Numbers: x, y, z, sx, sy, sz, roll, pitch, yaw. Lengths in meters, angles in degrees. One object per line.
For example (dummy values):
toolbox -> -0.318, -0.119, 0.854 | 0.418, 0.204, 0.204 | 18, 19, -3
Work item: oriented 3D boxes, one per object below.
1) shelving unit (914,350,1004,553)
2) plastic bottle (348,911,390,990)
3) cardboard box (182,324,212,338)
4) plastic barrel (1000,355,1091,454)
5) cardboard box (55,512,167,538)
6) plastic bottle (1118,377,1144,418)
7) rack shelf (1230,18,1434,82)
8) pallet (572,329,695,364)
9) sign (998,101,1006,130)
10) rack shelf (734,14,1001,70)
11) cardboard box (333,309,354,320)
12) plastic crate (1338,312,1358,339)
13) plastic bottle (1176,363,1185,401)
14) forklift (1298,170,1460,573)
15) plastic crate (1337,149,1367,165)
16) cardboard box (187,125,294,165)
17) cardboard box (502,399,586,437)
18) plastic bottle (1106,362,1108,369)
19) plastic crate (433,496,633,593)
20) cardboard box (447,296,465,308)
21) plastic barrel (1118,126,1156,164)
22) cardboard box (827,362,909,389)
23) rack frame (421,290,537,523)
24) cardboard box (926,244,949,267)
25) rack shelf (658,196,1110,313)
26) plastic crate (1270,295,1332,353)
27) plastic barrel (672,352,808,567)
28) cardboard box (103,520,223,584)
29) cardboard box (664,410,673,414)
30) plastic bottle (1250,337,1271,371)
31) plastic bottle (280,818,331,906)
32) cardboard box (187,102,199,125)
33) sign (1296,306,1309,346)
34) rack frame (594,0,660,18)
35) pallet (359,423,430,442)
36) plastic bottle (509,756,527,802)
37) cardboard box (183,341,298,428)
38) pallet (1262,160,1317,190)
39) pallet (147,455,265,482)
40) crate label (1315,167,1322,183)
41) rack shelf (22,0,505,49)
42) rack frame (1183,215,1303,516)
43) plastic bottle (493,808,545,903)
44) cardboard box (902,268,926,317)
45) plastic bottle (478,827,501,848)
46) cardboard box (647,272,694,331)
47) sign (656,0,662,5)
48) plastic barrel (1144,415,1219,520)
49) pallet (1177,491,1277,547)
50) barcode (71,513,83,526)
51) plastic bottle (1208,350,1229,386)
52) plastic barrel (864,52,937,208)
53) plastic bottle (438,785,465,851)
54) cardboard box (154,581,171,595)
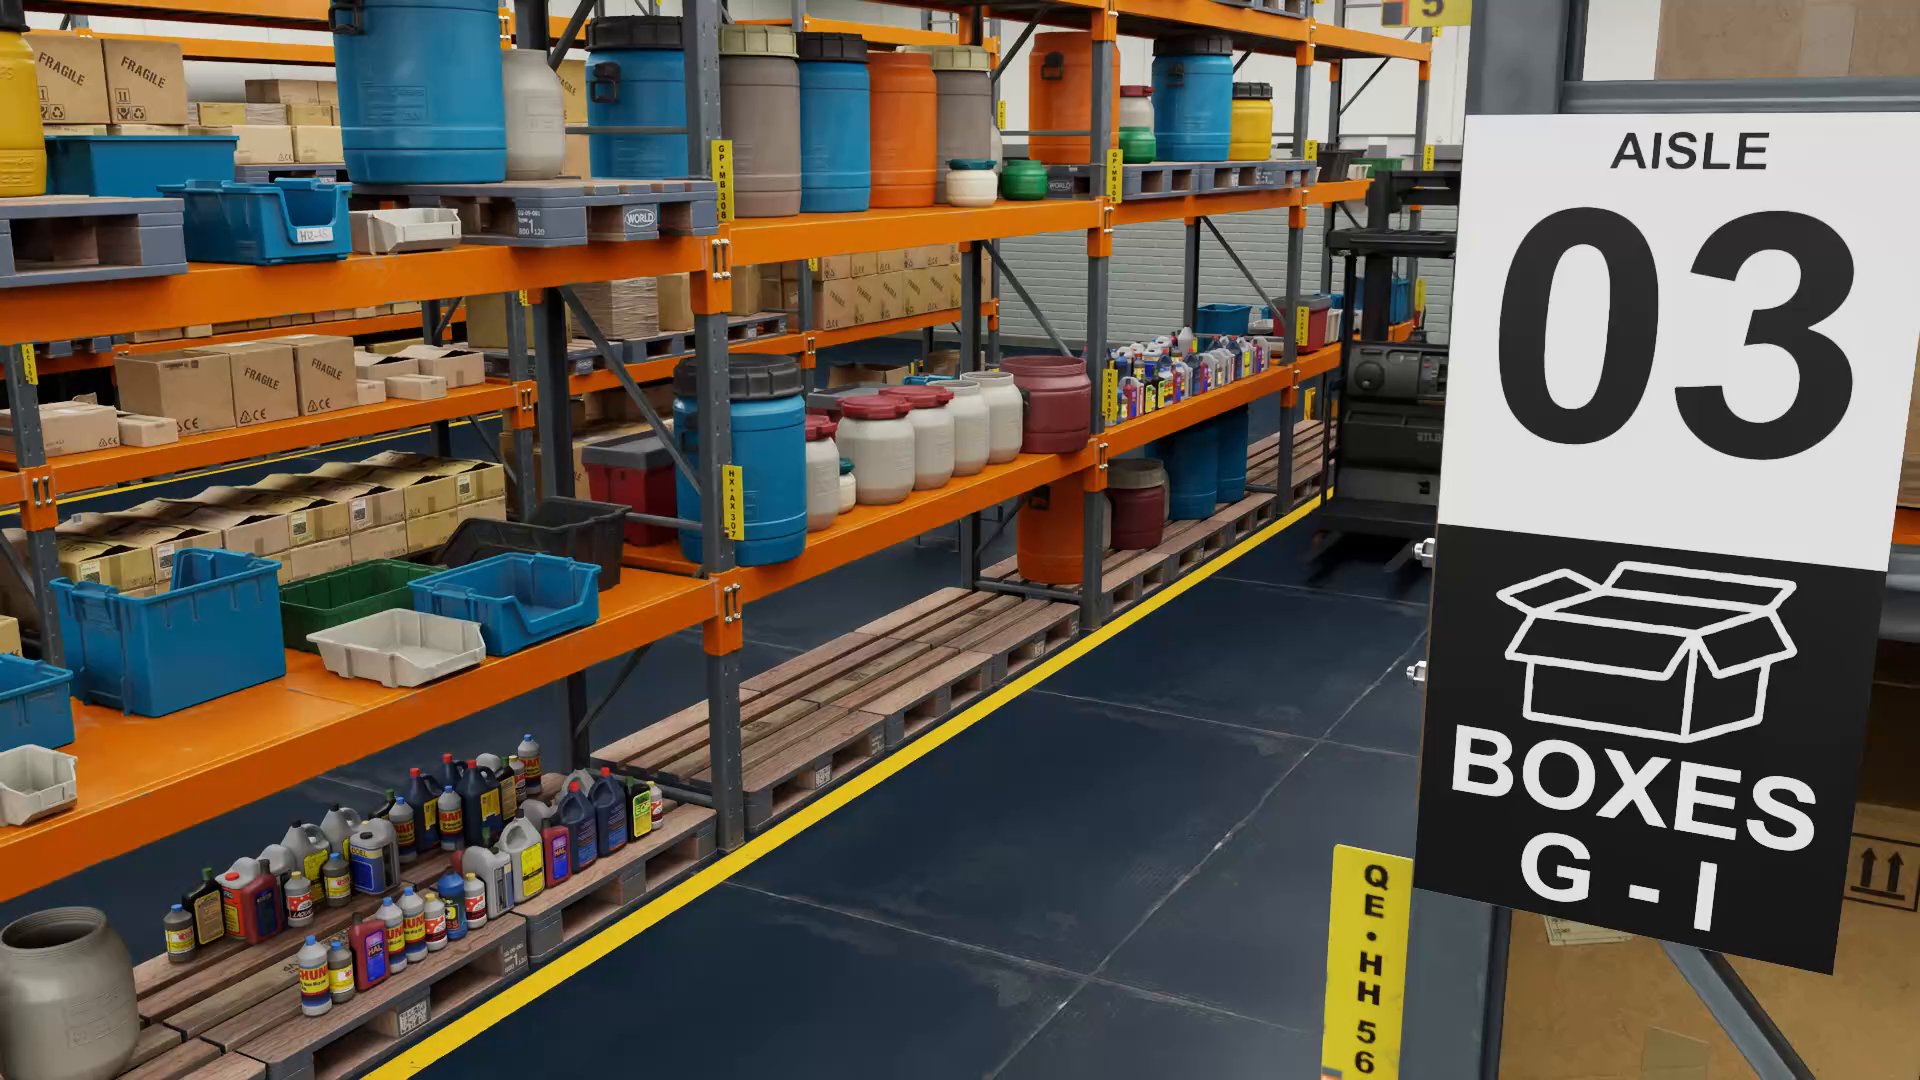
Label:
shelving unit -> -0.003, -0.728, 13.352 | 0.431, 1.500, 0.755 | 7, 15, 28
plastic bottle -> -2.119, 1.454, 5.958 | 0.061, 0.283, 0.133 | 8, 16, 29
cardboard box -> -7.505, -2.060, 16.169 | 0.380, 0.149, 0.250 | 8, 16, 30
plastic barrel -> 0.515, -0.849, 10.365 | 0.600, 0.536, 0.708 | 7, 15, 28
cardboard box -> -5.604, -0.017, 10.978 | 0.500, 0.311, 0.500 | 8, 16, 30
plastic bottle -> 1.189, -0.999, 11.543 | 0.152, 0.276, 0.135 | 7, 15, 28
rack shelf -> 3.374, -4.516, 15.453 | 1.077, 0.370, 4.000 | 7, 15, 28
pallet -> -2.925, -1.781, 14.929 | 1.003, 0.211, 1.213 | 7, 15, 28
sign -> 0.483, -4.937, 19.324 | 0.100, 0.325, 0.005 | 7, 15, 28
rack shelf -> -0.960, -5.271, 17.737 | 1.077, 0.370, 4.000 | 7, 15, 28
cardboard box -> -6.699, -2.436, 17.730 | 0.380, 0.149, 0.250 | 7, 15, 28
plastic crate -> 3.573, -2.051, 15.871 | 0.416, 0.233, 0.300 | 7, 15, 28
plastic bottle -> 1.604, -1.160, 12.218 | 0.097, 0.271, 0.097 | 0, 14, 0
forklift -> 3.412, -1.333, 12.809 | 1.130, 2.935, 3.031 | 7, 15, 26
plastic crate -> 3.911, -3.901, 17.194 | 0.497, 0.269, 0.590 | 7, 15, 28
cardboard box -> -4.816, -2.629, 11.061 | 0.500, 0.250, 0.500 | 6, 15, 23
cardboard box -> -3.590, -1.068, 14.359 | 0.500, 0.250, 0.500 | 8, 16, 30
plastic bottle -> 1.064, -1.243, 12.539 | 0.061, 0.283, 0.133 | 7, 15, 28
plastic crate -> -1.824, 0.031, 7.136 | 0.767, 0.338, 0.504 | 7, 15, 28
cardboard box -> -5.989, -3.111, 19.397 | 0.980, 0.700, 0.700 | 8, 16, 29
plastic barrel -> 1.187, -2.691, 11.330 | 0.294, 0.245, 0.294 | 0, 14, 0
cardboard box -> -1.023, -1.681, 18.496 | 0.797, 0.503, 0.637 | 7, 15, 28
rack frame -> -3.861, -1.474, 13.249 | 1.000, 3.000, 0.127 | 7, 15, 28
cardboard box -> -0.458, -3.317, 18.547 | 0.500, 0.500, 0.500 | 8, 16, 30
rack shelf -> -0.493, -1.611, 8.949 | 1.077, 0.370, 4.000 | 7, 15, 28
plastic crate -> 3.059, -1.948, 14.950 | 0.402, 0.464, 0.583 | 7, 15, 28
plastic barrel -> -1.008, -0.380, 7.642 | 0.600, 0.901, 0.708 | 7, 15, 28
cardboard box -> -5.130, 0.047, 10.711 | 0.500, 0.311, 0.500 | 7, 15, 27
cardboard box -> -2.404, -0.957, 15.497 | 0.500, 0.500, 0.500 | 8, 16, 29
plastic bottle -> 2.500, -1.555, 13.850 | 0.152, 0.276, 0.135 | 7, 15, 28
plastic bottle -> -2.600, 1.265, 6.601 | 0.144, 0.351, 0.185 | 8, 16, 30
cardboard box -> -7.805, -3.976, 16.075 | 0.700, 0.500, 0.500 | 6, 15, 25
sign -> 2.888, -1.805, 14.030 | 0.100, 0.325, 0.005 | 7, 15, 28
rack frame -> -4.331, -6.593, 21.679 | 1.000, 3.000, 0.127 | 7, 15, 28
pallet -> -6.572, -1.333, 18.613 | 1.003, 0.211, 1.213 | 7, 15, 28
plastic bottle -> -2.047, 1.091, 7.639 | 0.097, 0.201, 0.097 | 0, 14, 0
cardboard box -> -4.912, -1.069, 11.354 | 0.500, 0.500, 0.500 | 7, 15, 28
pallet -> 2.114, -2.928, 13.280 | 1.213, 0.211, 1.003 | 7, 15, 28
pallet -> -7.752, -0.833, 16.537 | 1.003, 0.211, 1.213 | 7, 15, 28
crate label -> 2.897, -3.131, 14.282 | 0.293, 0.136, 0.466 | 7, 15, 28
rack shelf -> -4.827, -3.436, 10.976 | 1.077, 0.370, 4.000 | 7, 15, 28
rack frame -> 2.407, -1.733, 14.322 | 1.000, 3.000, 0.127 | 7, 15, 28
plastic bottle -> -1.768, 1.252, 6.652 | 0.144, 0.351, 0.185 | 7, 15, 28
cardboard box -> -0.709, -2.730, 18.243 | 0.500, 0.500, 0.500 | 7, 15, 27
plastic bottle -> -1.870, 1.279, 6.686 | 0.061, 0.283, 0.133 | 7, 15, 28
cardboard box -> -2.727, -2.178, 15.060 | 0.700, 0.500, 0.500 | 3, 14, 14
sign -> -3.863, -7.021, 21.293 | 0.100, 0.325, 0.005 | 7, 15, 28
plastic barrel -> 1.787, -0.662, 13.462 | 0.600, 0.901, 0.708 | 7, 15, 28
pallet -> 1.998, -0.224, 14.012 | 1.003, 0.211, 1.213 | 7, 15, 28
barcode -> -5.307, -0.124, 9.996 | 0.001, 0.075, 0.075 | 7, 15, 28
plastic bottle -> 2.014, -1.349, 12.995 | 0.152, 0.276, 0.135 | 7, 15, 28
plastic barrel -> -0.430, -2.301, 9.363 | 0.600, 0.830, 0.708 | 7, 15, 28
plastic bottle -> -2.178, 1.183, 7.111 | 0.097, 0.271, 0.097 | 0, 14, 0
cardboard box -> -5.134, 0.319, 10.780 | 0.500, 0.250, 0.500 | 8, 16, 29
